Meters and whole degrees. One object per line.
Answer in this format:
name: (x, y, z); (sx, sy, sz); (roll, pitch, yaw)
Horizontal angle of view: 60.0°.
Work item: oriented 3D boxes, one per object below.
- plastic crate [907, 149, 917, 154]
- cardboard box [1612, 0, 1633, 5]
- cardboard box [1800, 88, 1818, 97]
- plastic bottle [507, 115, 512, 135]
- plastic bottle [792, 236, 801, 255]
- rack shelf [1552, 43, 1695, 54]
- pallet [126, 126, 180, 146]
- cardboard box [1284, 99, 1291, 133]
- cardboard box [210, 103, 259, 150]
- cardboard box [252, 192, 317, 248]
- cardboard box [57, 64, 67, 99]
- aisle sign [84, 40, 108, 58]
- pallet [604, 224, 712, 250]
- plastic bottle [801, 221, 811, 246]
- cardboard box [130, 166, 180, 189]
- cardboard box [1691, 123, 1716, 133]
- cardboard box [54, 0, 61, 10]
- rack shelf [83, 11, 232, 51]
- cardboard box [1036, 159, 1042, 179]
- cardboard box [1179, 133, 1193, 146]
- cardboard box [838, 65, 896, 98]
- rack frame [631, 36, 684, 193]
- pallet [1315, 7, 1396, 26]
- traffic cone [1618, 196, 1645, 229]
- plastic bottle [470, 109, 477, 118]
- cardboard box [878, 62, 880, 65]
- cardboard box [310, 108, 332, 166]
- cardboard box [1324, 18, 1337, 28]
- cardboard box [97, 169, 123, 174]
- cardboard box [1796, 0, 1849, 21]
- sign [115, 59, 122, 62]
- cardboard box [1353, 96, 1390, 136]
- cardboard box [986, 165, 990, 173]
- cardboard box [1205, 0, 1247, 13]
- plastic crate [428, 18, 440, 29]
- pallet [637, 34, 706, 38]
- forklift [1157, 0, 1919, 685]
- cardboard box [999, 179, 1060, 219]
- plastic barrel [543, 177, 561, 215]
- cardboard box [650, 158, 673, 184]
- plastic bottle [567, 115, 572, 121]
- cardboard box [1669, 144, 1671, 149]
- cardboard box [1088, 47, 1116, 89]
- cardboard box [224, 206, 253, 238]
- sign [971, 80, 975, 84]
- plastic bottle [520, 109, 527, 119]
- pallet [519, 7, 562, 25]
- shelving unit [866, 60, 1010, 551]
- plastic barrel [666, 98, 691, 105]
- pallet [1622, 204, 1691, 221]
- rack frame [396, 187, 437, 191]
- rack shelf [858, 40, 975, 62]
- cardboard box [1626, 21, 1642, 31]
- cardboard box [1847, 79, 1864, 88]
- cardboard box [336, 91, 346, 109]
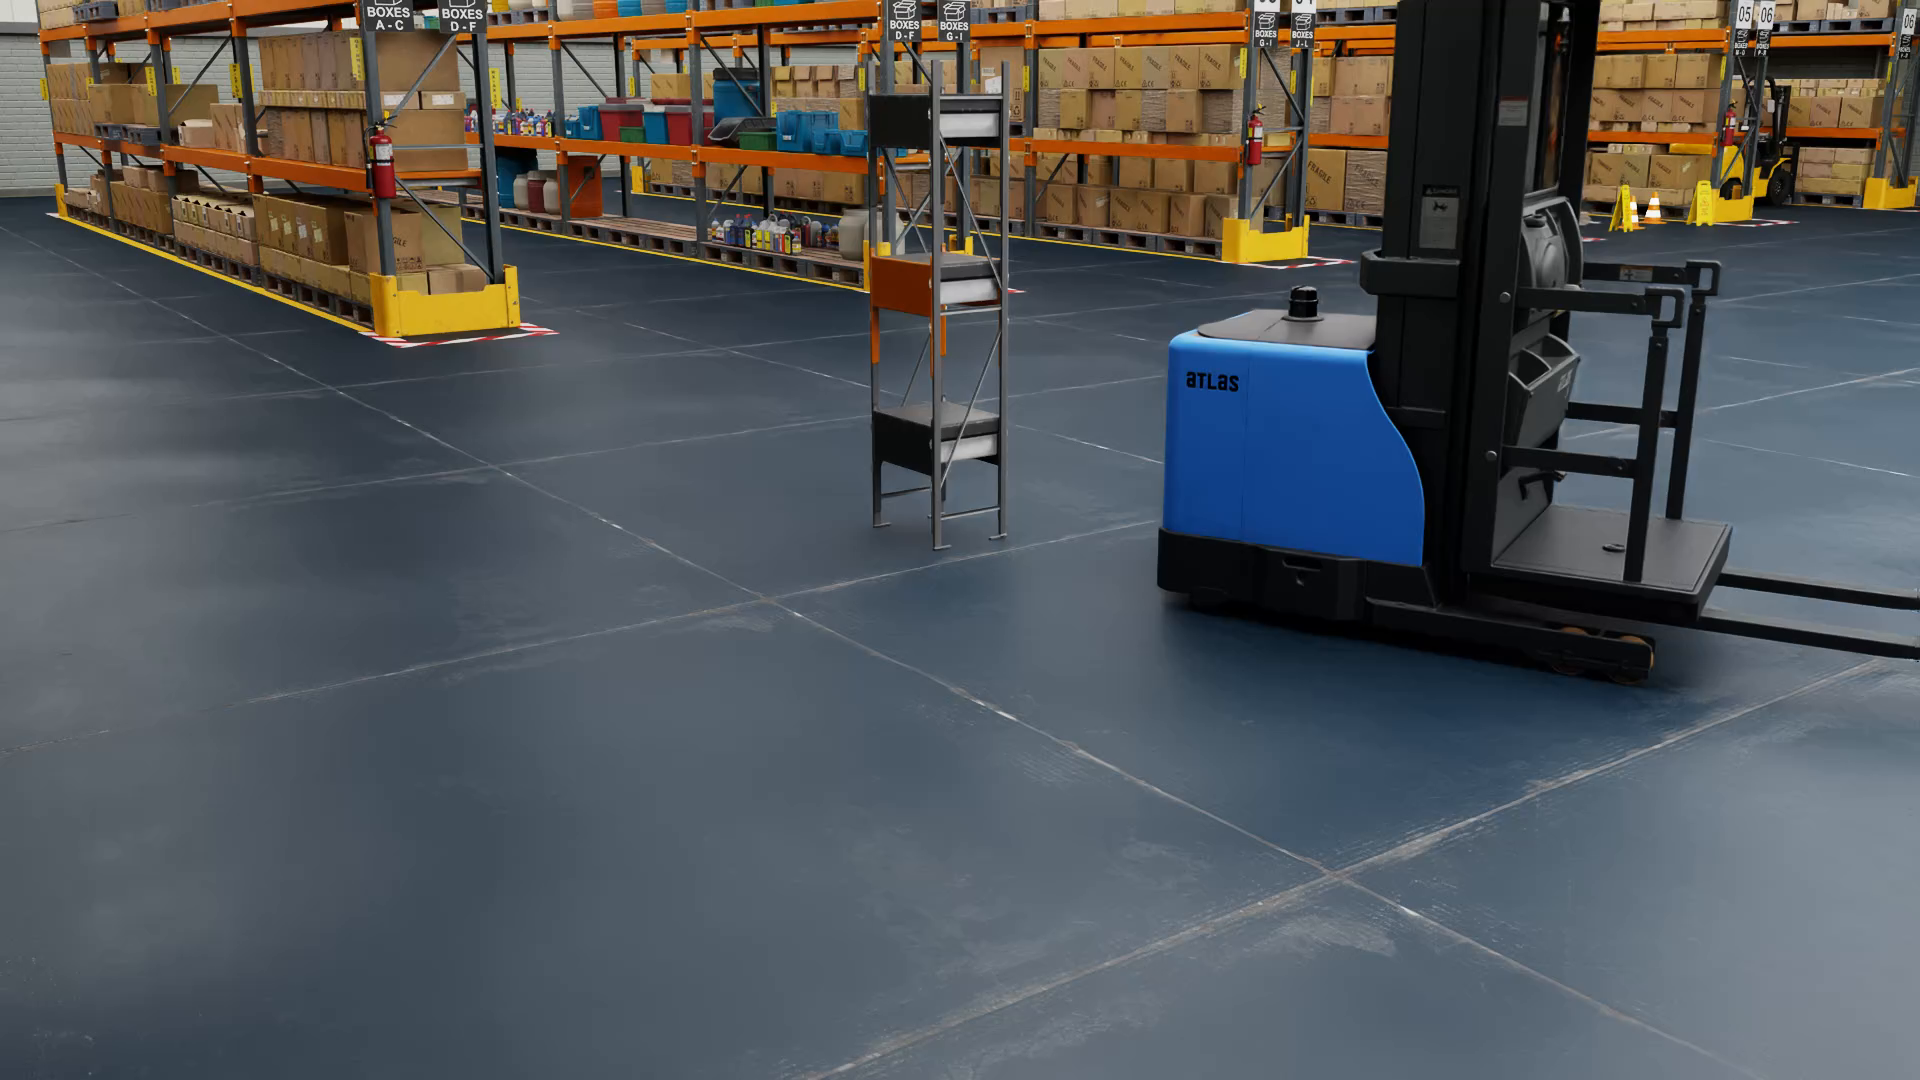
plastic crate: (-0.601, -4.118, 17.438); (0.298, 0.136, 0.250); (-11, 19, -35)
cardboard box: (10.321, -8.370, 25.757); (0.380, 0.149, 0.250); (-10, 18, -33)
cardboard box: (14.660, -7.693, 28.584); (0.380, 0.149, 0.250); (-12, 19, -36)
plastic bottle: (-6.481, -5.988, 23.993); (0.061, 0.283, 0.133); (-11, 19, -35)
plastic bottle: (-1.770, -3.190, 18.018); (0.097, 0.201, 0.097); (0, 15, 0)
rack shelf: (12.172, -9.463, 32.150); (1.077, 0.370, 4.000); (-11, 19, -35)
pallet: (-9.503, -4.985, 20.472); (1.213, 0.211, 1.003); (-11, 19, -35)
cardboard box: (4.868, -6.493, 25.429); (0.500, 0.500, 0.500); (-11, 19, -35)
cardboard box: (-8.048, -4.637, 18.645); (0.500, 0.500, 0.500); (-12, 19, -37)
cardboard box: (-6.677, -3.180, 16.507); (0.500, 0.500, 0.500); (-11, 19, -35)
cardboard box: (-13.100, -6.829, 24.762); (0.500, 0.500, 0.500); (-11, 19, -34)
aisle sign: (-13.544, -7.968, 26.083); (0.394, 0.787, 0.004); (-11, 19, -35)
pallet: (-3.902, -3.935, 21.555); (1.003, 0.211, 1.213); (-11, 19, -35)
plastic bottle: (-1.766, -3.505, 19.013); (0.061, 0.283, 0.133); (-11, 19, -35)
cardboard box: (-10.429, -4.705, 21.565); (0.500, 0.250, 0.500); (-11, 19, -36)
cardboard box: (11.294, -6.236, 25.155); (0.380, 0.149, 0.250); (-10, 18, -33)
cardboard box: (-12.782, -7.797, 24.036); (0.500, 0.250, 0.500); (-11, 19, -35)
rack shelf: (-10.224, -6.471, 21.217); (1.077, 0.370, 4.000); (-11, 19, -35)
cardboard box: (1.538, -6.659, 30.163); (0.500, 0.500, 0.500); (-10, 18, -34)
cardboard box: (2.867, -4.835, 20.035); (0.380, 0.149, 0.250); (-11, 19, -35)
cardboard box: (-1.449, -7.172, 26.007); (0.797, 0.503, 0.637); (-10, 18, -33)
rack frame: (-5.736, -8.189, 31.815); (1.000, 3.000, 0.127); (-11, 19, -35)
pallet: (5.863, -7.603, 24.158); (1.003, 0.211, 1.213); (-11, 19, -35)
traffic cone: (9.693, -4.734, 23.996); (0.336, 0.463, 0.334); (-11, 19, -35)
plastic bottle: (-7.422, -6.408, 25.402); (0.144, 0.351, 0.185); (-11, 19, -35)
cardboard box: (-1.314, -9.368, 33.473); (0.500, 0.500, 0.500); (-10, 18, -33)
cardboard box: (-5.521, -3.716, 15.281); (0.700, 0.500, 0.500); (-10, 18, -33)
cardboard box: (6.640, -9.775, 30.937); (0.797, 0.503, 0.637); (-12, 20, -38)
cardboard box: (-13.233, -5.581, 26.187); (0.500, 0.500, 0.500); (-11, 19, -35)
cardboard box: (14.721, -9.119, 28.355); (0.700, 0.500, 0.500); (-11, 19, -34)
sign: (-13.291, -7.445, 26.304); (0.100, 0.325, 0.005); (-11, 19, -35)
cardboard box: (6.181, -6.123, 23.981); (0.875, 0.550, 0.550); (-11, 19, -35)
cardboard box: (0.733, -7.181, 32.174); (0.380, 0.149, 0.250); (-10, 18, -32)
cardboard box: (3.182, -6.211, 19.188); (0.500, 0.250, 0.500); (-10, 18, -33)
plastic crate: (-7.885, -7.954, 25.676); (0.450, 0.188, 0.662); (-11, 19, -35)
pallet: (-5.292, -9.436, 30.858); (1.003, 0.211, 1.213); (-11, 19, -35)
forklift: (2.322, -1.074, 5.947); (3.031, 2.935, 1.130); (9, 18, 29)
cardboard box: (0.976, -4.768, 23.216); (0.700, 0.500, 0.500); (-13, 20, -39)
plastic barrel: (-5.745, -4.923, 23.799); (0.421, 0.512, 0.421); (0, 15, 0)
cardboard box: (-5.295, -7.243, 31.586); (0.875, 0.875, 0.875); (-11, 19, -35)
plastic bottle: (-5.675, -6.052, 24.228); (0.061, 0.283, 0.133); (-11, 19, -35)
cardboard box: (13.379, -7.143, 30.511); (0.500, 0.250, 0.500); (-11, 19, -35)
cardboard box: (1.967, -5.952, 20.993); (0.500, 0.500, 0.500); (-11, 19, -35)
cardboard box: (-7.477, -3.389, 17.627); (0.500, 0.311, 0.500); (-10, 18, -33)
sign: (0.252, -8.415, 31.000); (0.100, 0.325, 0.005); (-11, 19, -35)
plastic bottle: (-6.594, -6.335, 25.134); (0.144, 0.351, 0.185); (-11, 19, -35)
pallet: (-5.410, -7.246, 23.045); (1.003, 0.211, 1.213); (-11, 19, -35)
shelving unit: (-0.097, -1.048, 7.428); (0.431, 2.100, 0.503); (-11, 19, -35)
plastic barrel: (-3.504, -5.319, 21.069); (0.433, 0.535, 0.433); (0, 15, 0)
pallet: (11.193, -5.161, 26.033); (1.003, 0.211, 1.213); (-11, 19, -35)
rack frame: (-9.743, -7.420, 29.006); (1.000, 3.000, 0.127); (-11, 19, -35)
rack shelf: (-0.489, -9.610, 32.687); (1.077, 0.370, 4.000); (-11, 19, -35)
cardboard box: (10.521, -7.947, 25.724); (0.380, 0.149, 0.250); (-11, 19, -36)
cardboard box: (15.149, -7.678, 27.966); (0.380, 0.149, 0.250); (-11, 19, -34)
cardboard box: (-5.175, -3.813, 14.408); (0.380, 0.149, 0.250); (-11, 19, -34)
